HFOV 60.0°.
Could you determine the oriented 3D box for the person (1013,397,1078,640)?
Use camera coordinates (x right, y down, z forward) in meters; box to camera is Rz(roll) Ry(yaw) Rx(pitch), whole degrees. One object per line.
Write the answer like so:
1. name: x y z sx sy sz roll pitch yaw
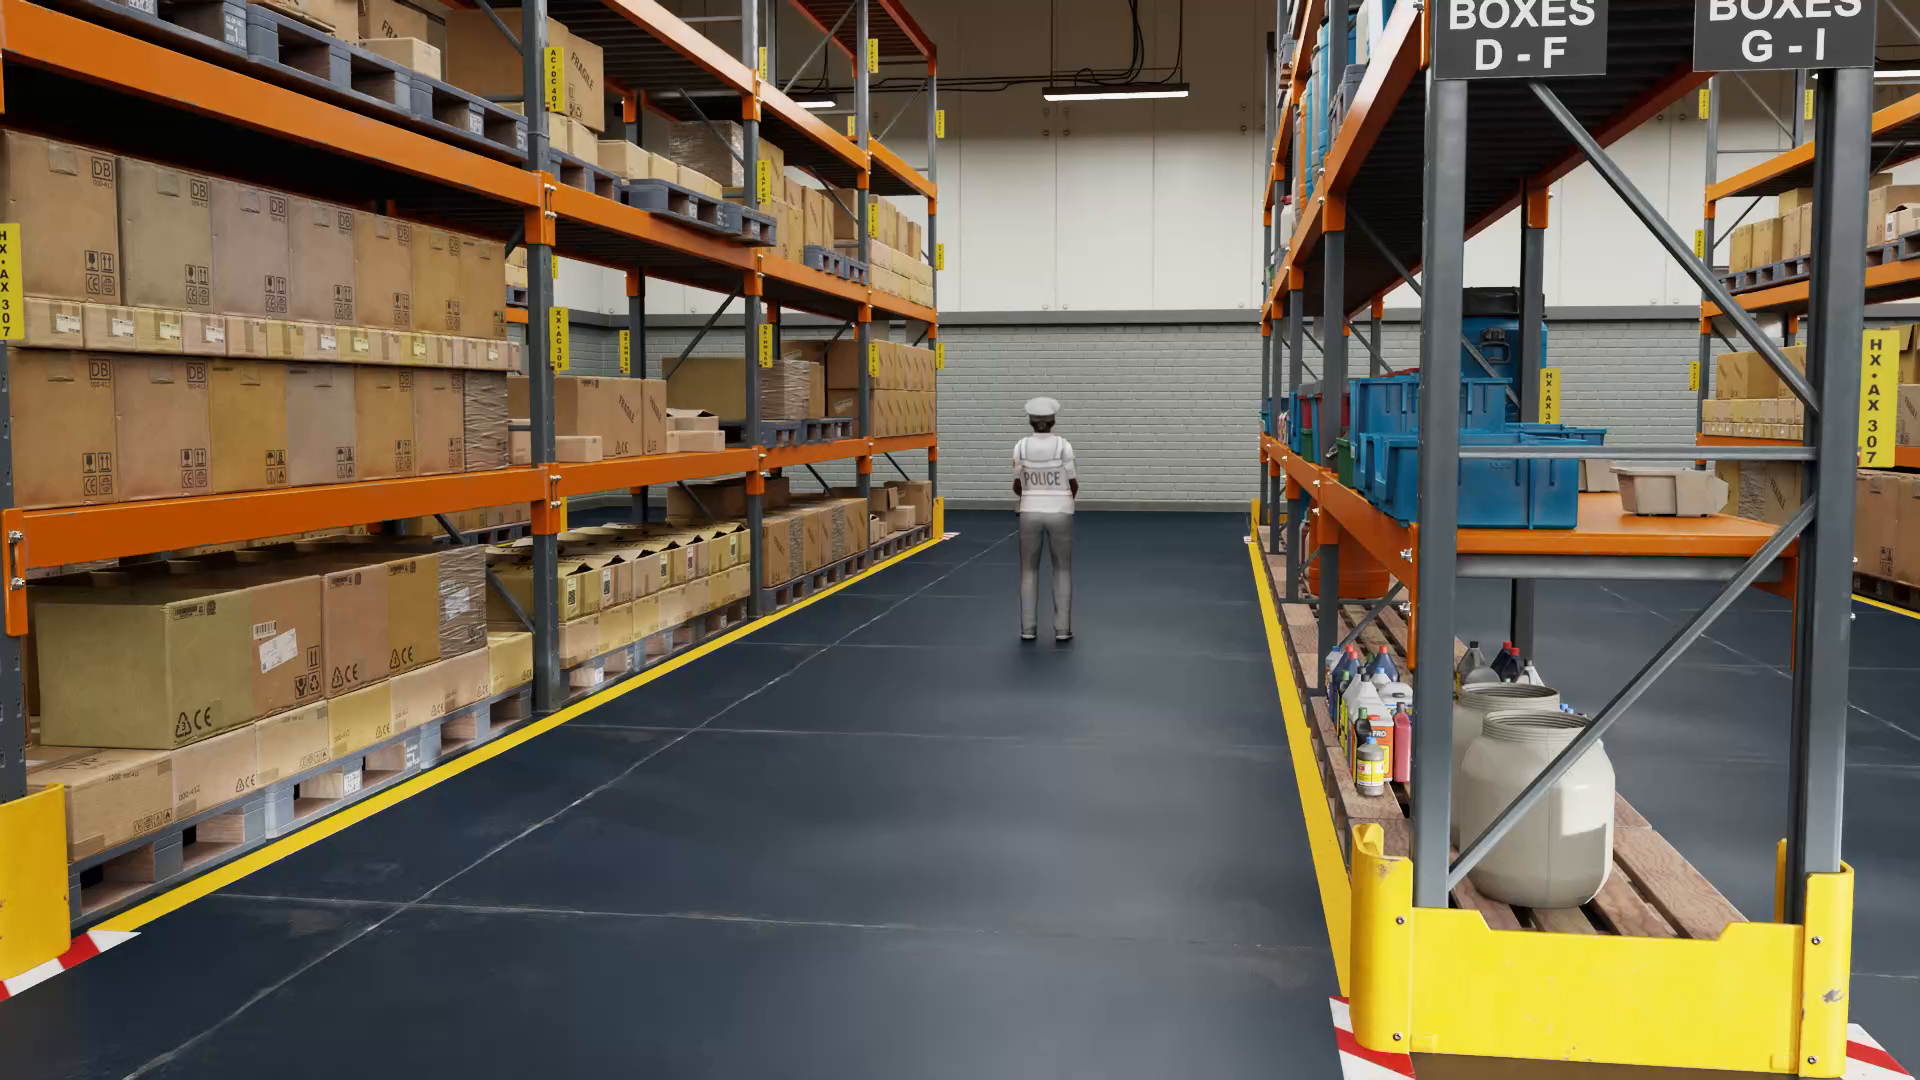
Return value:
1. person: 0.604 -0.156 11.652 0.455 1.691 0.525 1 5 8
